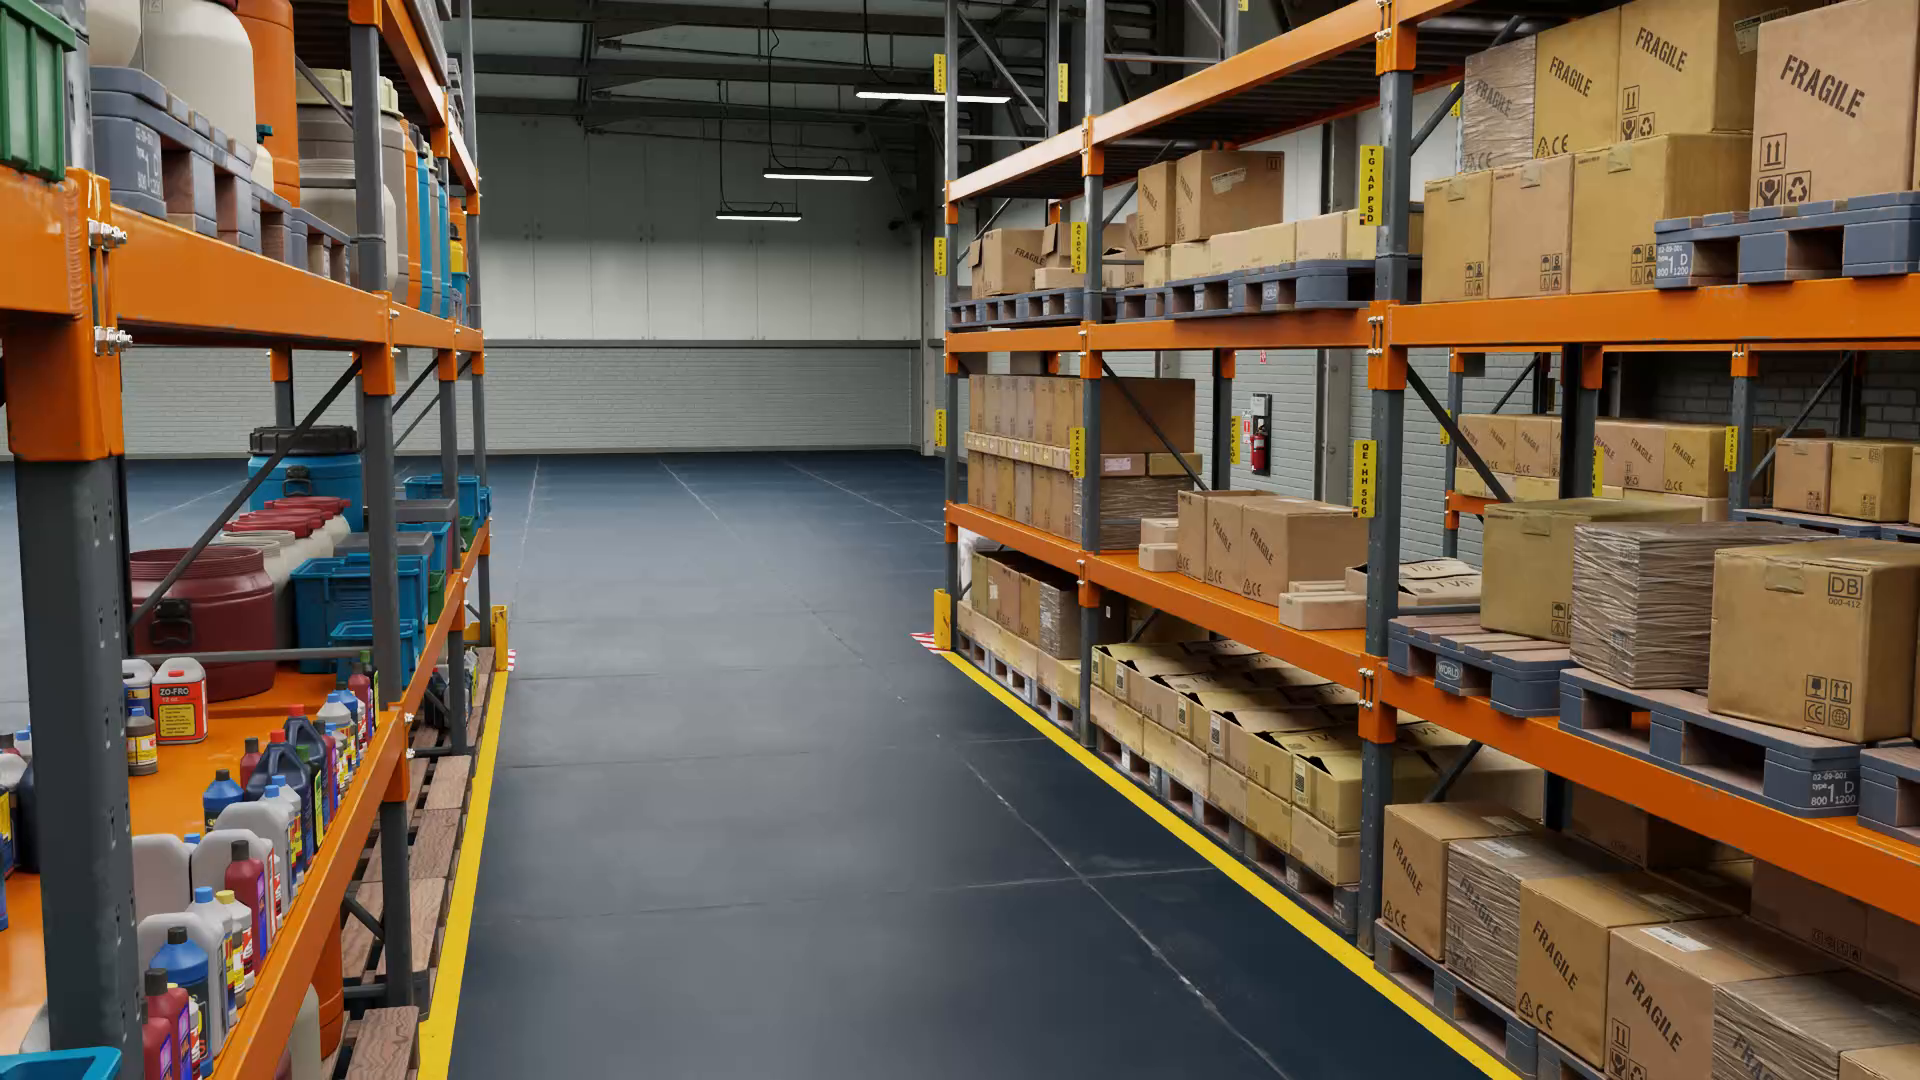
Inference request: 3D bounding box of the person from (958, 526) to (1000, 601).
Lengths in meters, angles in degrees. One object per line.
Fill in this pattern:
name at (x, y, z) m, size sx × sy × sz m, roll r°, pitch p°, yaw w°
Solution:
person at (0.158, 0.322, 16.327) m, size 0.437 × 0.995 × 0.912 m, roll -2°, pitch 6°, yaw -16°
